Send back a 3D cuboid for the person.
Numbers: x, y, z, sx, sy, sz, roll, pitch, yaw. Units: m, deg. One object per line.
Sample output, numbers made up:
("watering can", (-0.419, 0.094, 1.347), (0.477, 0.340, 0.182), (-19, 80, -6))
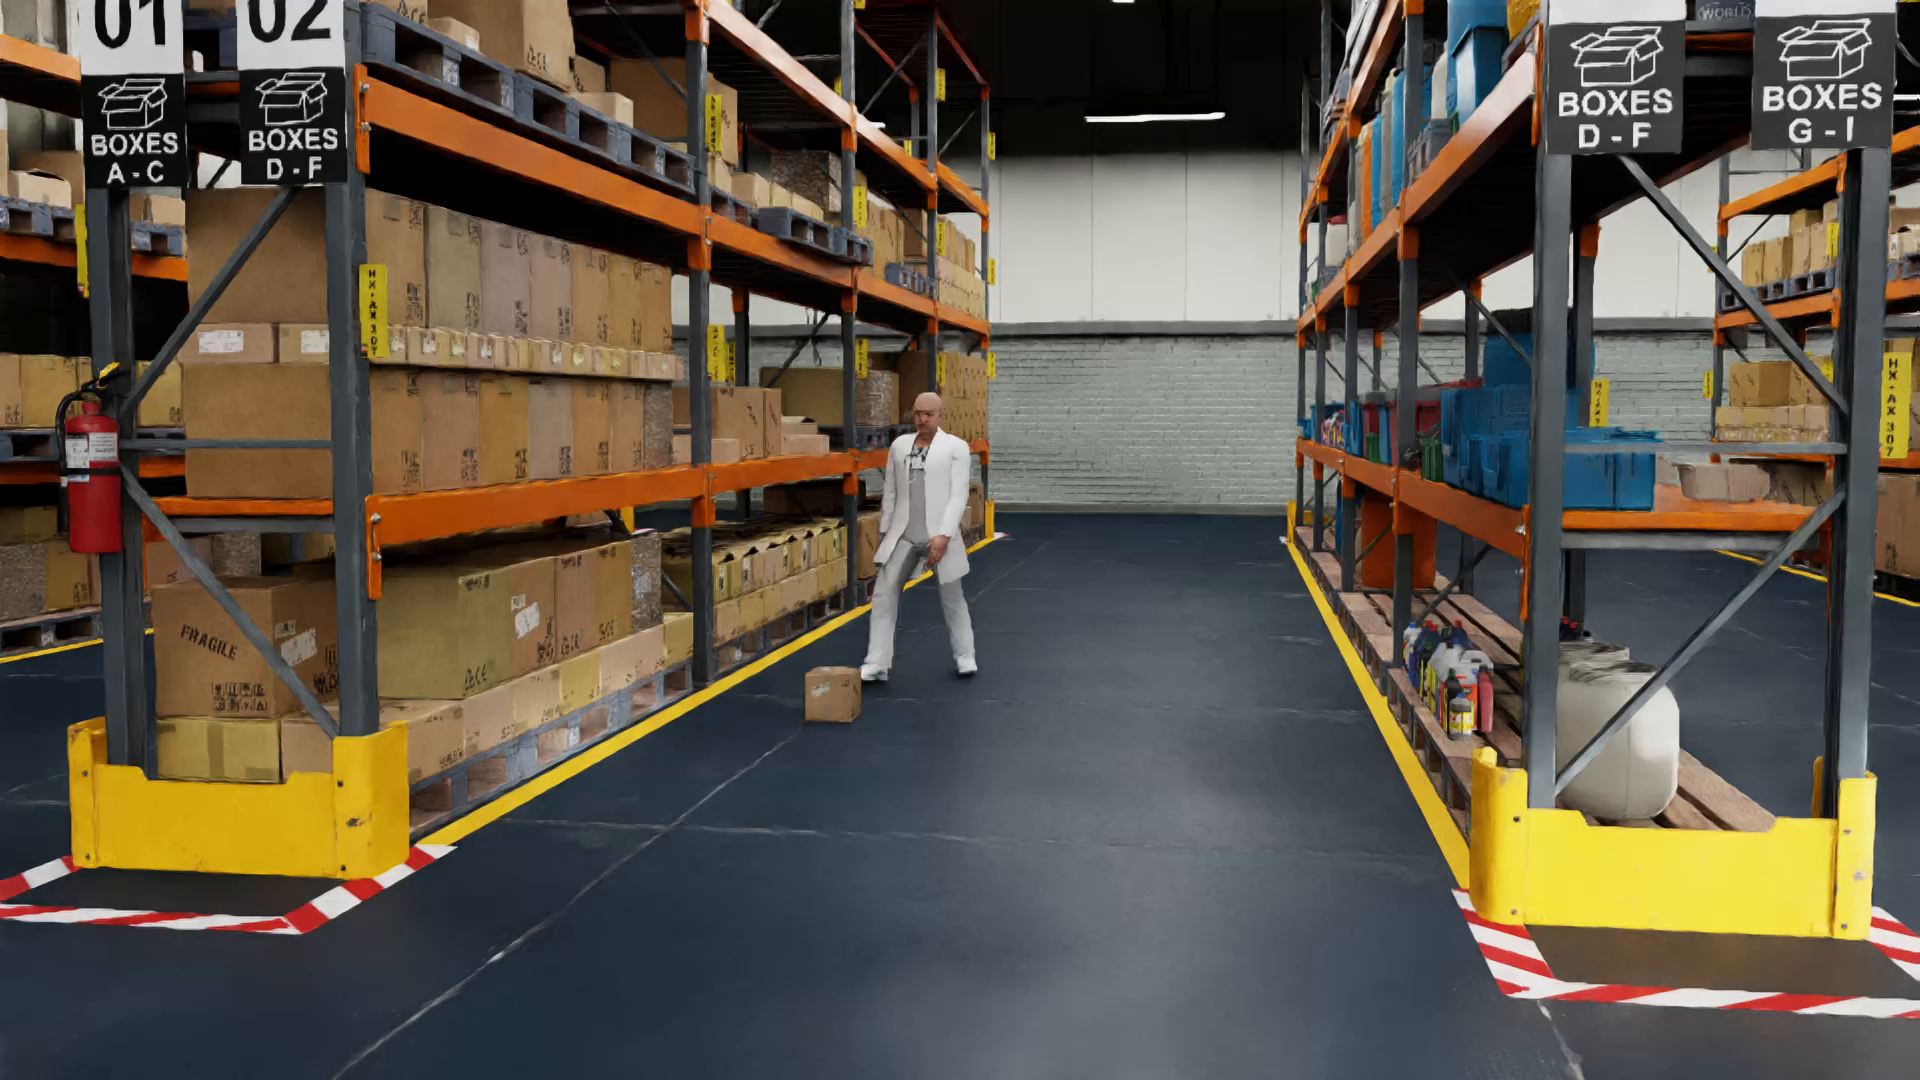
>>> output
("person", (-0.231, 0.084, 10.058), (0.623, 1.527, 0.866), (1, 5, 18))
